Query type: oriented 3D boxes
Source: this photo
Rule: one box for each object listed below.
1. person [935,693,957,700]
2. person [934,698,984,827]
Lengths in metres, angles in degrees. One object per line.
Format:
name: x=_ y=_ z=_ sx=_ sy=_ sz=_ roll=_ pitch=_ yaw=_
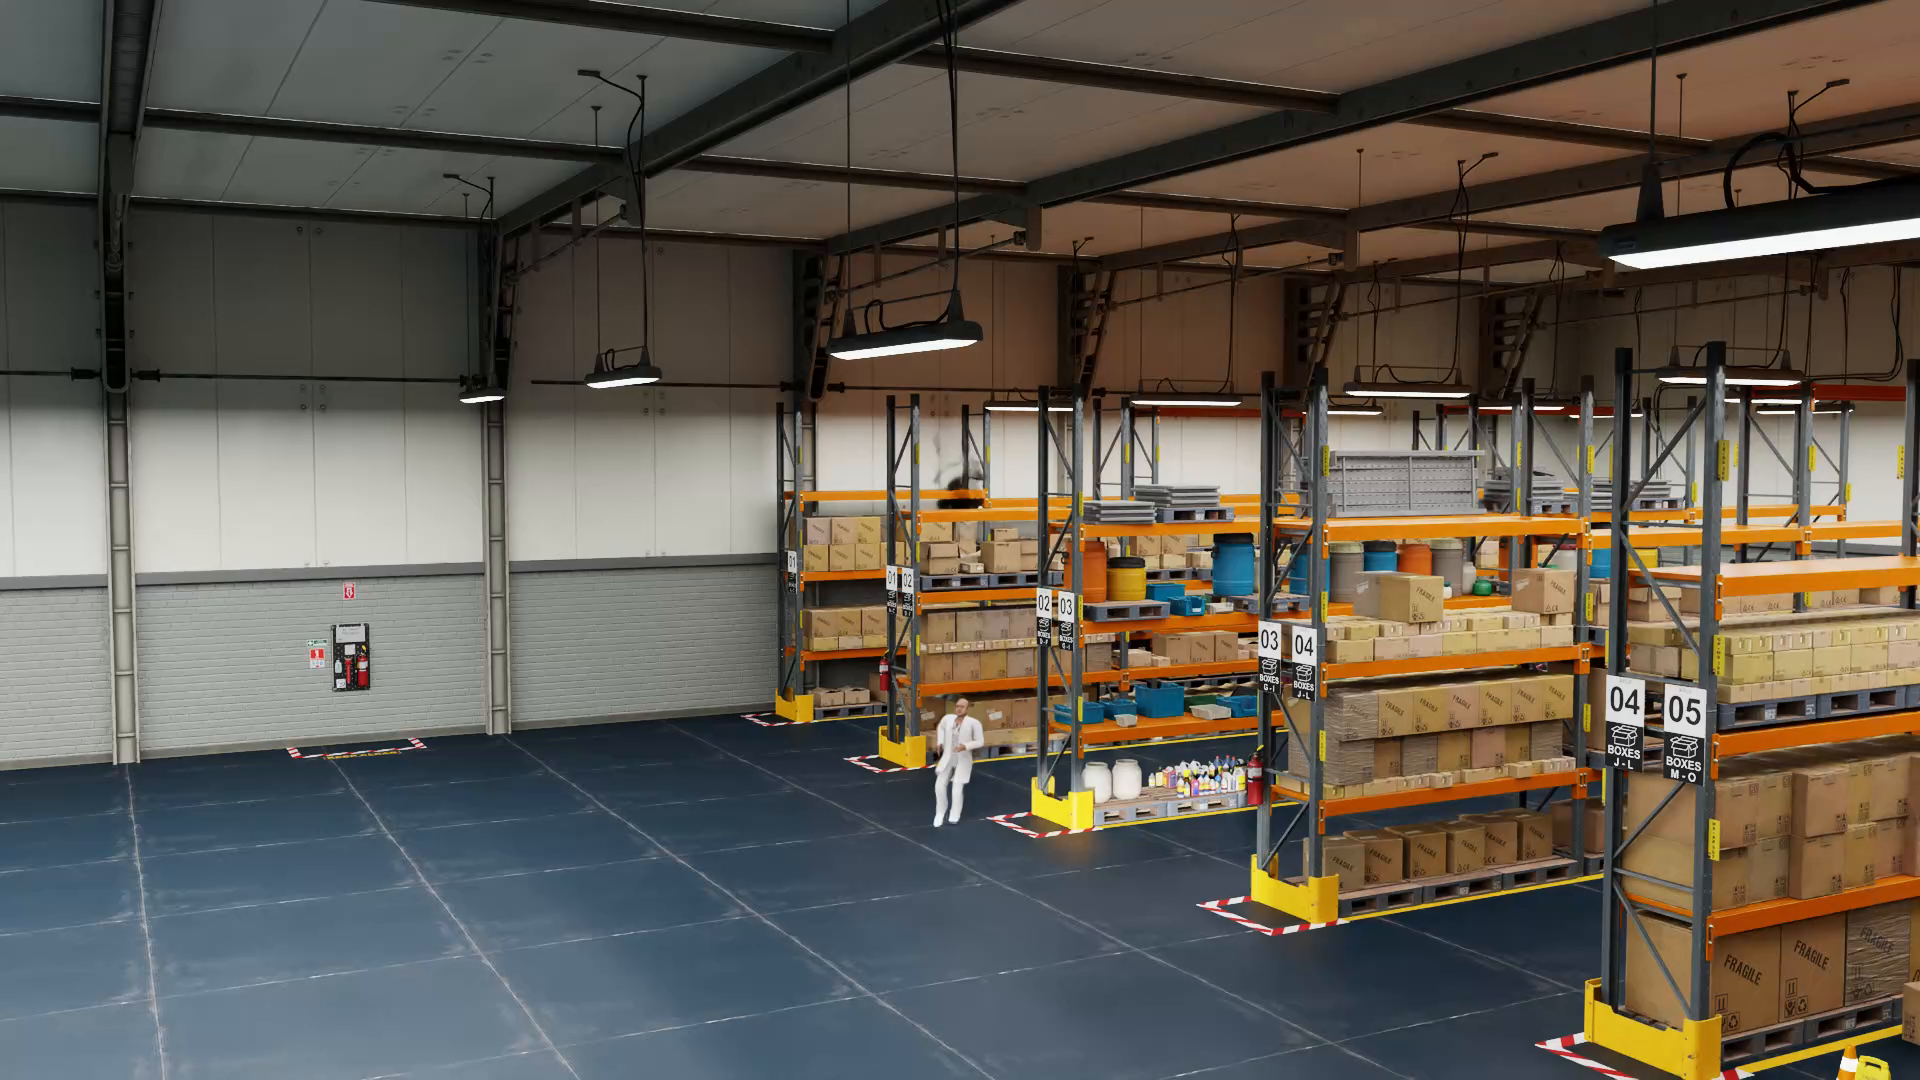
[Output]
person: x=-0.187 y=2.600 z=29.541 sx=0.699 sy=1.813 sz=0.785 roll=3 pitch=5 yaw=45
person: x=-0.017 y=3.028 z=22.555 sx=0.717 sy=1.781 sz=0.711 roll=1 pitch=3 yaw=17
